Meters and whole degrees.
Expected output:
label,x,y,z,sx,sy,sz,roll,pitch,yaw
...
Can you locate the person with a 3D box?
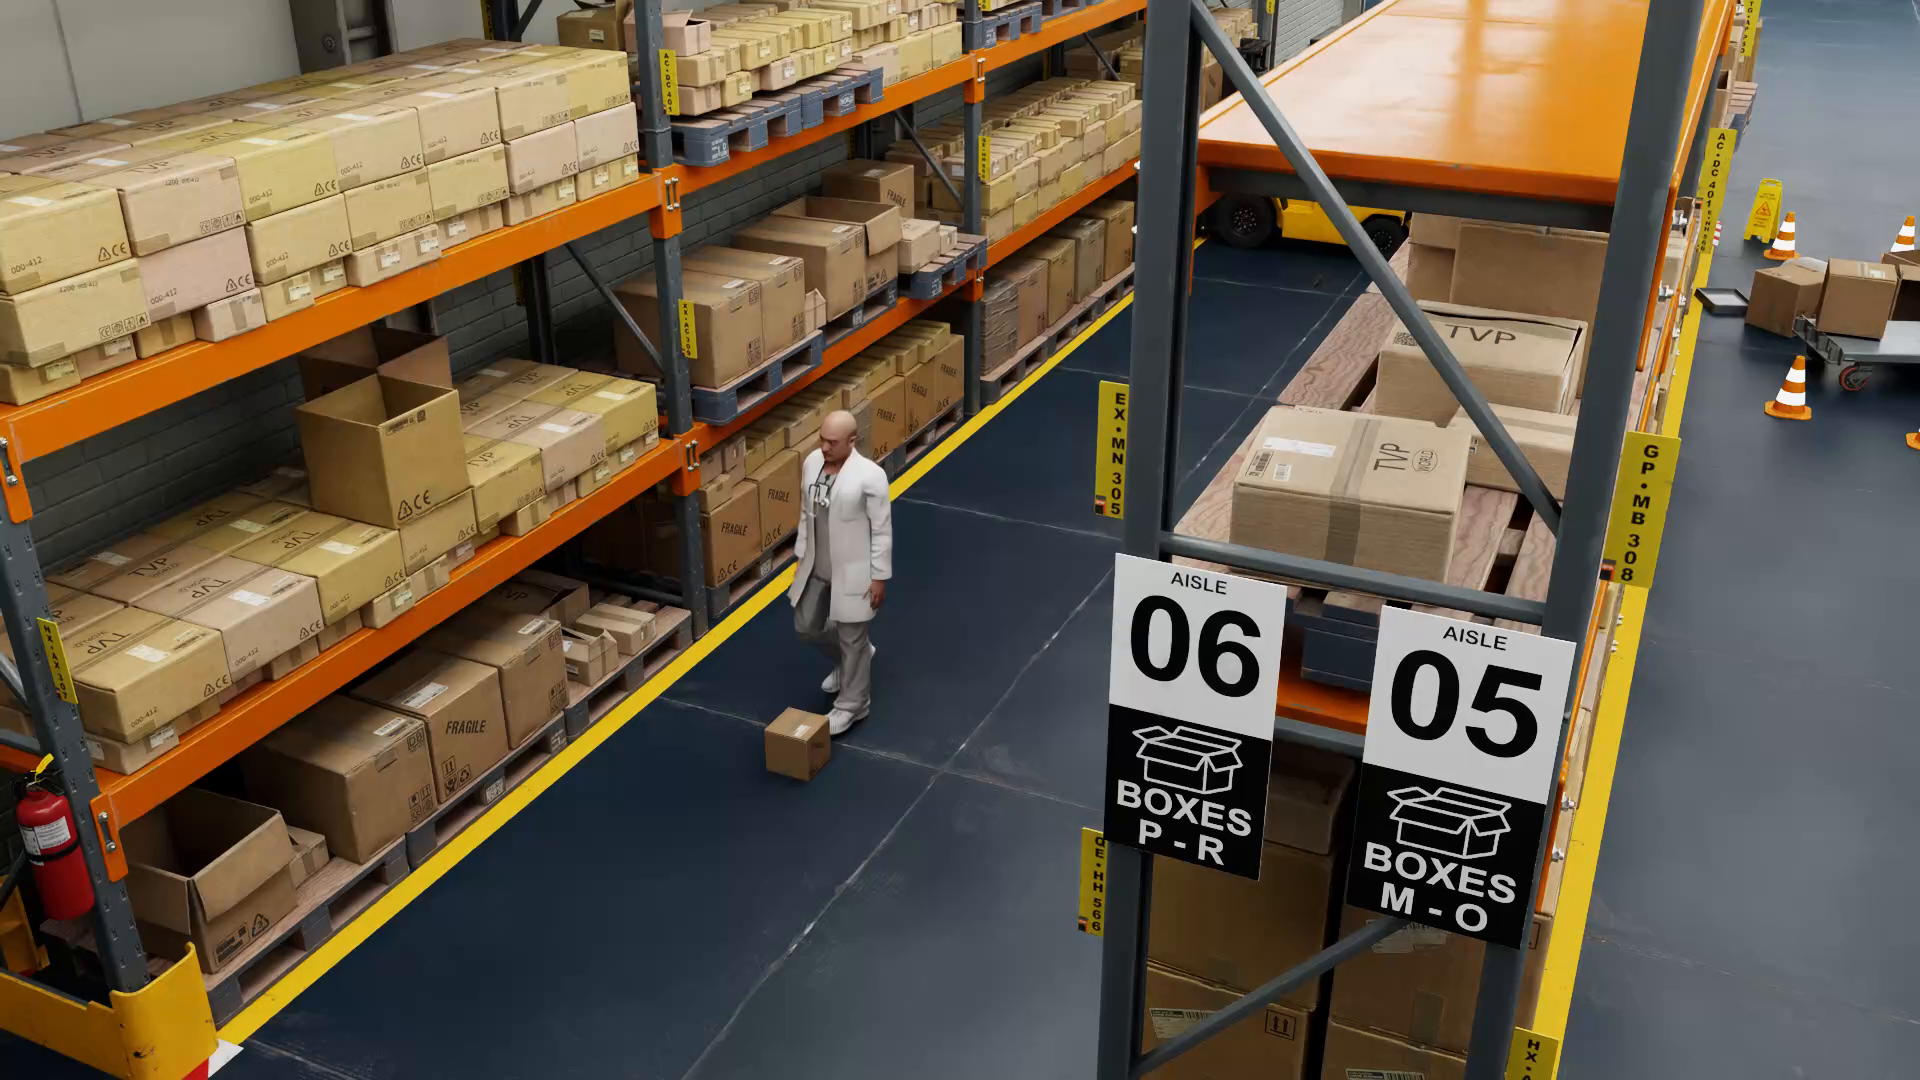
label,x,y,z,sx,sy,sz,roll,pitch,yaw
person,-0.611,0.138,8.804,0.609,1.778,0.633,17,31,32
